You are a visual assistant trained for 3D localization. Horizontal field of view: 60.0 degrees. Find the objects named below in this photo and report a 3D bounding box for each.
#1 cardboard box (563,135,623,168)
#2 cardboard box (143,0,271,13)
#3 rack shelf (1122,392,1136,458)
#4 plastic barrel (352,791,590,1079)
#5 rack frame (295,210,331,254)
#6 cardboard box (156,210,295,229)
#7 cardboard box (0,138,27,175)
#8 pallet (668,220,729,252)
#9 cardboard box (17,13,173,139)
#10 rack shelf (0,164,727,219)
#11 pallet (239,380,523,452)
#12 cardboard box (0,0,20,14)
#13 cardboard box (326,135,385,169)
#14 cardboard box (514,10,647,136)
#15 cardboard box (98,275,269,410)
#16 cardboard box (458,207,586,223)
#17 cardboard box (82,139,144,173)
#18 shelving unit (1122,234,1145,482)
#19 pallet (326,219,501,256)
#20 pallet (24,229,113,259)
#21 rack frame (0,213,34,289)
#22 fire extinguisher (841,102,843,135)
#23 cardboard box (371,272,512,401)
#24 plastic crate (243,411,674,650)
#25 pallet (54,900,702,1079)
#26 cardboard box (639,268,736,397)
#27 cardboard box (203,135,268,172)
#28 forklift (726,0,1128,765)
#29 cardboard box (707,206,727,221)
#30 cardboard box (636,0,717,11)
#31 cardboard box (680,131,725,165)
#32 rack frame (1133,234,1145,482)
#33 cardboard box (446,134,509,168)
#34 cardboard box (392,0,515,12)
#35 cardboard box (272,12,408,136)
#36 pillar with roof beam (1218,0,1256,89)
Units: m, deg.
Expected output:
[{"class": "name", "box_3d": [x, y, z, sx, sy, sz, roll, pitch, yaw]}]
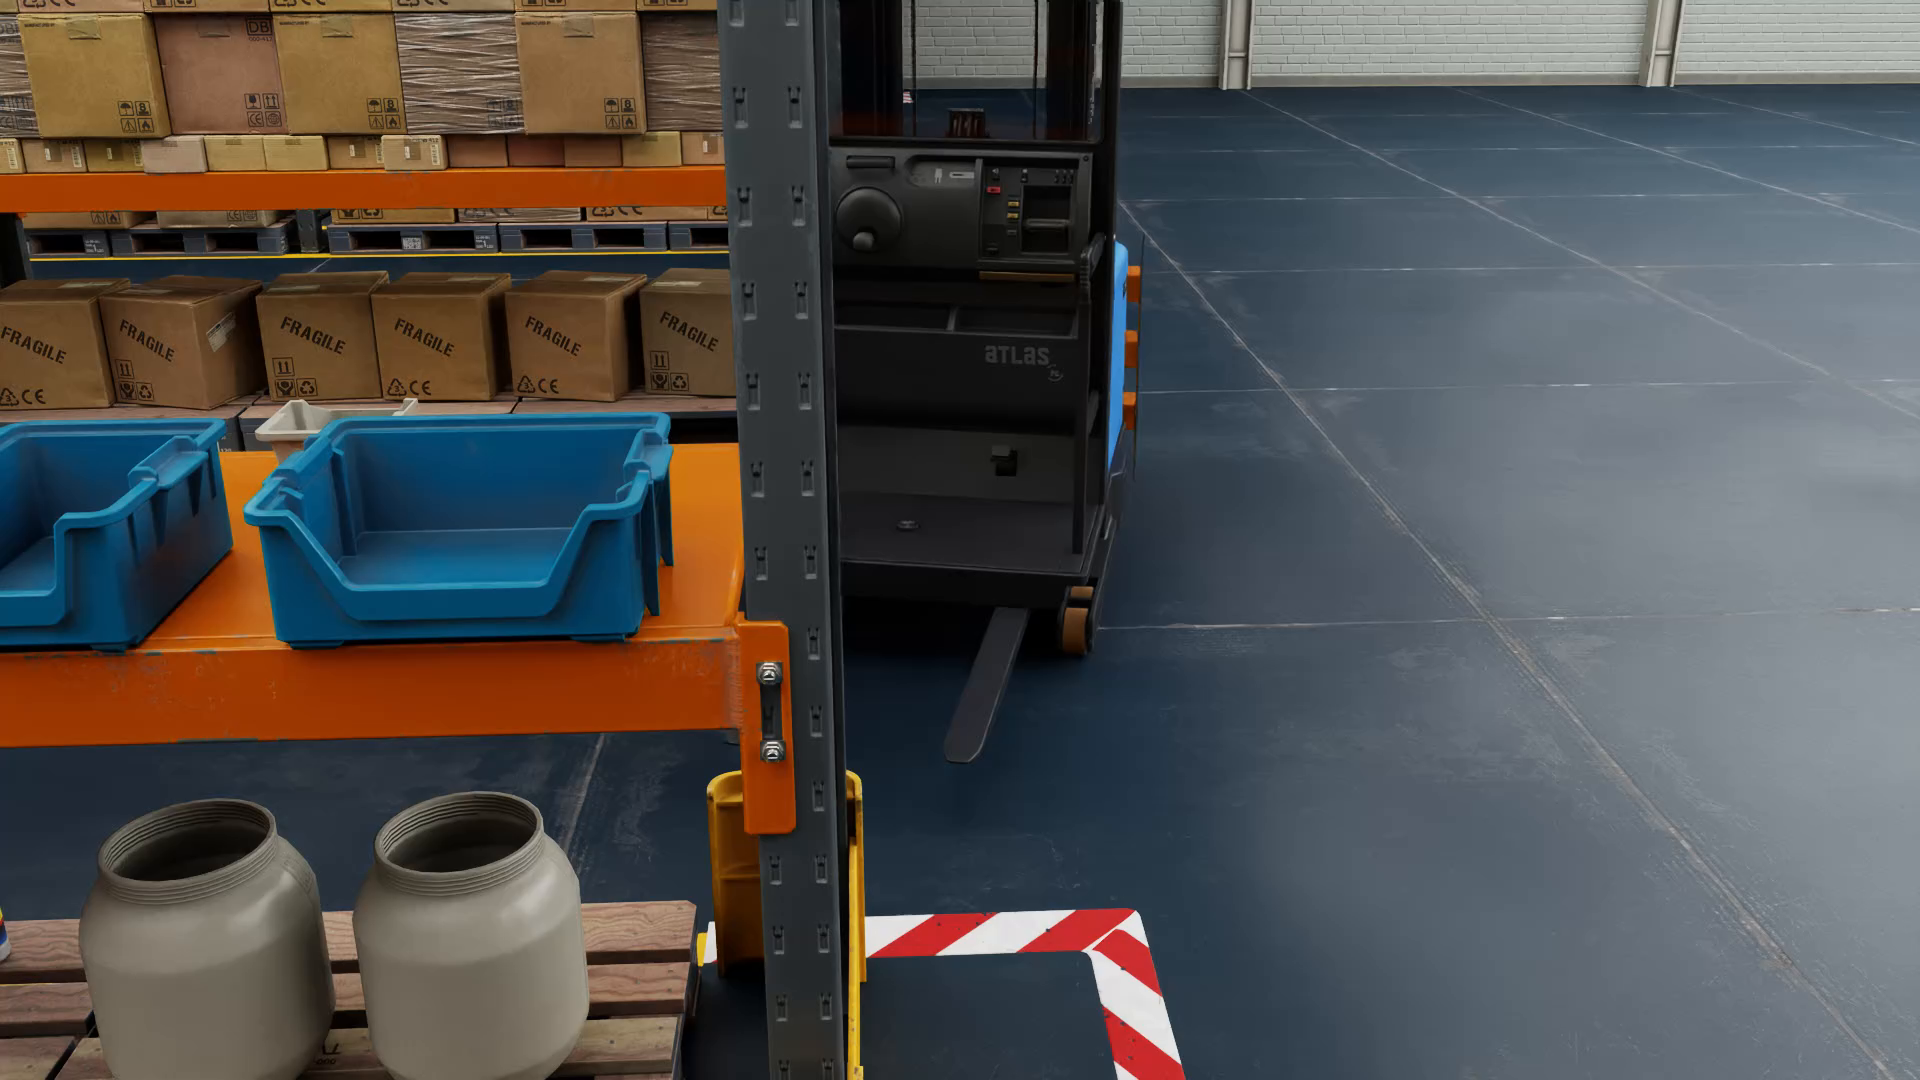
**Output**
[{"class": "cardboard box", "box_3d": [-1.597, -1.752, 7.359, 0.250, 0.149, 0.380, -1, 21, -3]}, {"class": "cardboard box", "box_3d": [-3.108, -2.487, 6.974, 0.500, 0.500, 0.500, -1, 21, -3]}, {"class": "rack shelf", "box_3d": [0.653, -0.518, 7.318, 0.240, 0.259, 0.215, 2, 21, 7]}, {"class": "plastic barrel", "box_3d": [-0.947, 0.791, 3.235, 0.421, 0.512, 0.421, 0, 21, 0]}, {"class": "rack frame", "box_3d": [-4.753, -3.659, 12.015, 0.127, 3.000, 1.000, -1, 21, -3]}, {"class": "cardboard box", "box_3d": [-5.367, -2.759, 12.223, 0.750, 0.750, 1.050, -1, 21, -3]}, {"class": "cardboard box", "box_3d": [-4.088, -1.675, 7.158, 0.250, 0.149, 0.380, -1, 21, -3]}, {"class": "pallet", "box_3d": [-1.553, -2.393, 12.609, 1.213, 0.211, 1.003, -1, 21, -3]}, {"class": "cardboard box", "box_3d": [-3.617, -2.065, 7.271, 0.500, 0.500, 0.875, -1, 21, -3]}, {"class": "rack shelf", "box_3d": [-2.574, -1.599, 7.616, 4.000, 0.370, 1.077, -1, 21, -3]}, {"class": "pallet", "box_3d": [-2.681, -0.643, 8.014, 1.213, 0.211, 1.003, -1, 21, -3]}, {"class": "cardboard box", "box_3d": [-4.107, -2.466, 6.920, 0.500, 0.500, 0.500, -1, 21, -3]}, {"class": "cardboard box", "box_3d": [-2.595, -1.731, 7.305, 0.250, 0.149, 0.380, -1, 21, -3]}, {"class": "cardboard box", "box_3d": [-1.620, -2.107, 7.382, 0.500, 0.500, 0.875, -1, 21, -3]}, {"class": "cardboard box", "box_3d": [-3.598, -0.931, 7.773, 0.500, 0.500, 0.500, 5, 22, 14]}, {"class": "cardboard box", "box_3d": [-3.221, -2.869, 12.338, 0.875, 0.875, 0.875, -1, 21, -3]}, {"class": "cardboard box", "box_3d": [-3.591, -1.699, 7.220, 0.250, 0.149, 0.380, -1, 21, -3]}, {"class": "shelving unit", "box_3d": [0.653, -0.788, 7.215, 0.252, 1.050, 0.215, 2, 21, 7]}, {"class": "pallet", "box_3d": [-3.989, -2.343, 12.479, 1.213, 0.211, 1.003, -1, 21, -3]}, {"class": "pallet", "box_3d": [-6.740, -2.287, 12.332, 1.213, 0.211, 1.003, -1, 21, -3]}, {"class": "rack frame", "box_3d": [-4.571, -1.895, 7.382, 0.127, 3.000, 1.000, -1, 21, -3]}, {"class": "fire extinguisher", "box_3d": [-0.436, -1.778, 7.185, 0.183, 0.674, 0.296, -1, 21, -3]}, {"class": "cardboard box", "box_3d": [-2.422, -0.967, 7.868, 0.500, 0.500, 0.500, 1, 21, 2]}, {"class": "plastic crate", "box_3d": [-0.777, -0.030, 2.694, 0.616, 0.251, 0.499, -1, 21, -3]}, {"class": "pallet", "box_3d": [-1.179, 1.120, 3.384, 1.213, 0.211, 1.003, -1, 21, -3]}, {"class": "cardboard box", "box_3d": [-1.201, -0.997, 7.947, 0.500, 0.500, 0.500, 3, 21, 7]}, {"class": "cardboard box", "box_3d": [-3.092, -1.709, 7.247, 0.250, 0.149, 0.380, -1, 21, -3]}, {"class": "forklift", "box_3d": [-0.052, -1.118, 5.439, 1.130, 2.935, 3.031, 3, 21, 9]}, {"class": "cardboard box", "box_3d": [-1.433, -2.906, 12.434, 0.875, 0.875, 0.875, -1, 21, -3]}, {"class": "cardboard box", "box_3d": [-1.112, -2.530, 7.086, 0.500, 0.500, 0.500, -1, 21, -3]}, {"class": "cardboard box", "box_3d": [-1.099, -1.774, 7.419, 0.250, 0.149, 0.380, -1, 21, -3]}, {"class": "rack frame", "box_3d": [0.774, -0.783, 7.201, 0.008, 1.050, 0.200, 2, 21, 7]}, {"class": "cardboard box", "box_3d": [-2.097, -1.748, 7.350, 0.250, 0.149, 0.380, -1, 21, -3]}, {"class": "cardboard box", "box_3d": [-2.110, -2.508, 7.030, 0.500, 0.500, 0.500, -1, 21, -3]}, {"class": "cardboard box", "box_3d": [-2.622, -2.107, 7.380, 0.500, 0.500, 0.875, -1, 21, -3]}, {"class": "pillar with roof beam", "box_3d": [4.060, -8.962, 17.512, 0.400, 9.000, 9.100, -1, 21, -3]}]
